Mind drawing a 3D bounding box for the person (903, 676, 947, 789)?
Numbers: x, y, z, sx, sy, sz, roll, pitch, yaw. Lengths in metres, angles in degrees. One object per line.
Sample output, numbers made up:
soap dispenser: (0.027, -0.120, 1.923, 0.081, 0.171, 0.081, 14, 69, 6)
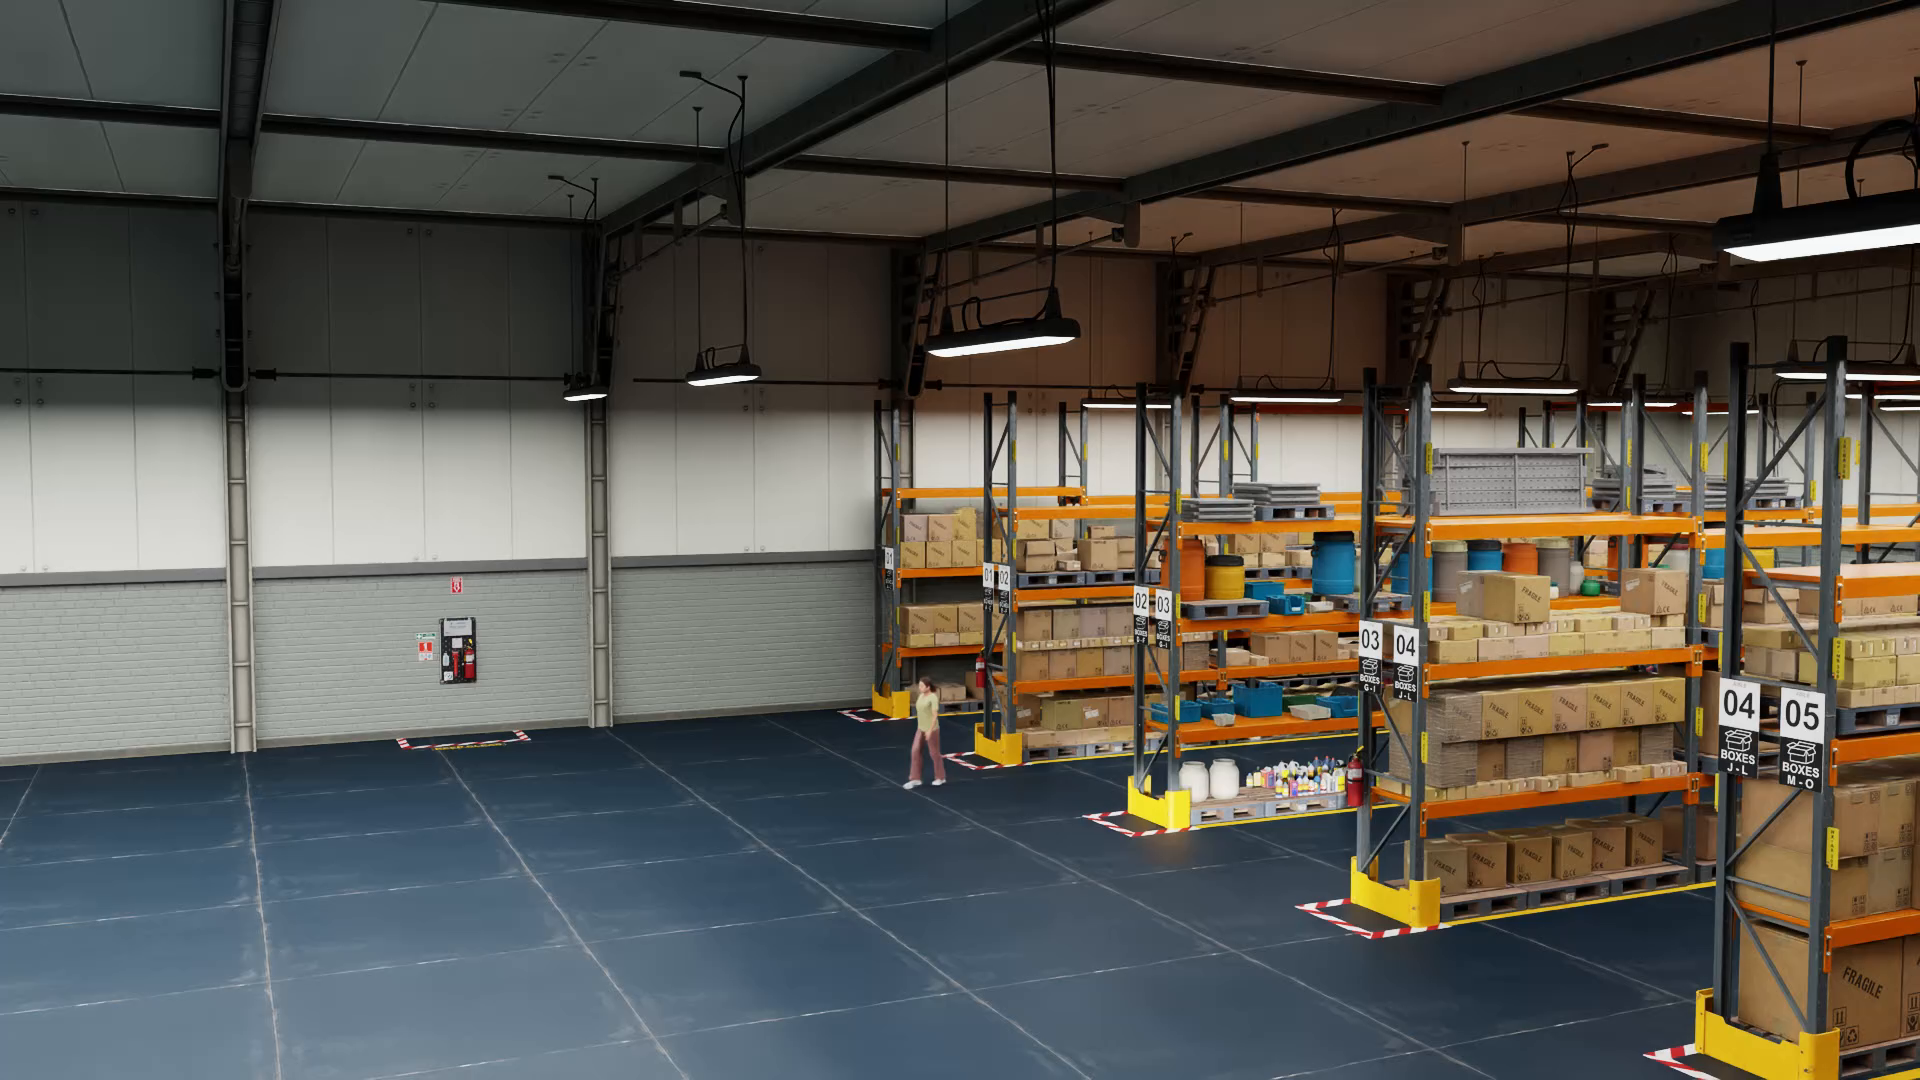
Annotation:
person: (-0.505, 2.876, 24.960, 0.695, 1.679, 0.495, -3, 4, -38)
